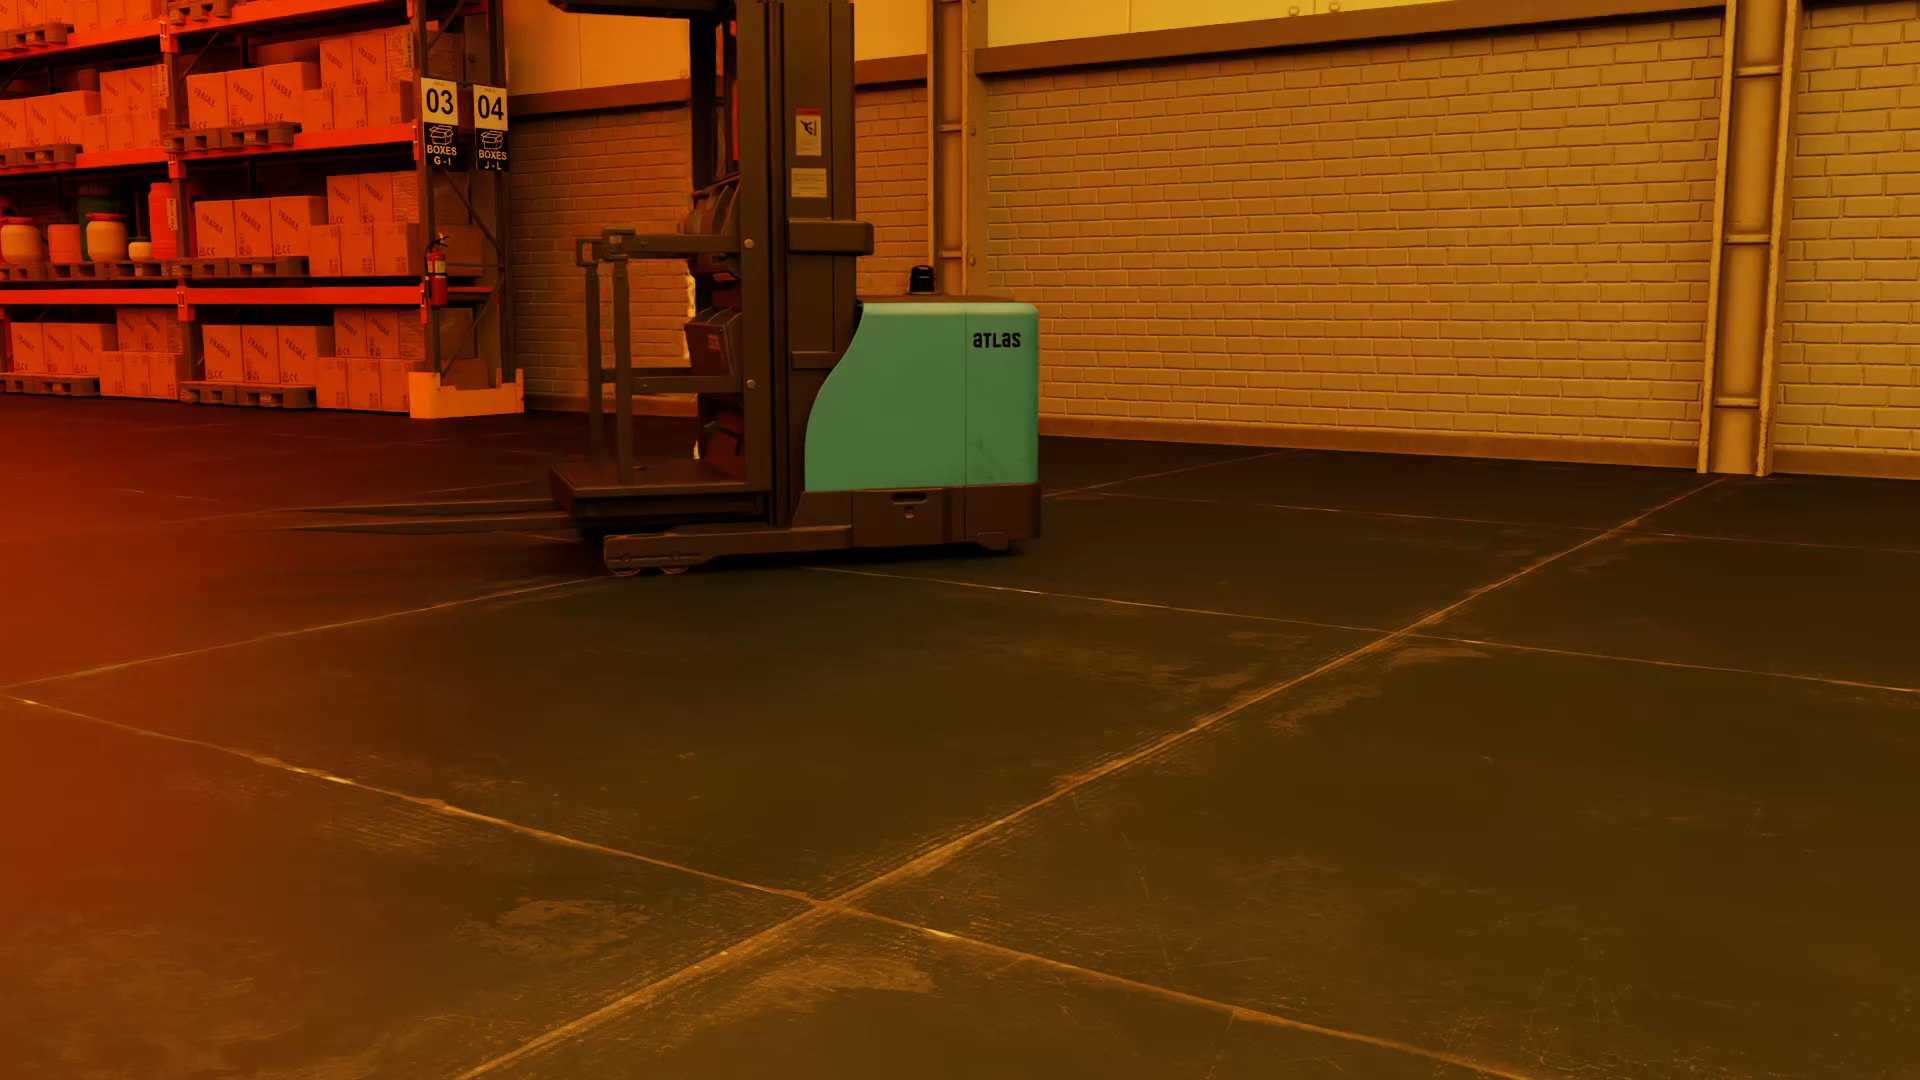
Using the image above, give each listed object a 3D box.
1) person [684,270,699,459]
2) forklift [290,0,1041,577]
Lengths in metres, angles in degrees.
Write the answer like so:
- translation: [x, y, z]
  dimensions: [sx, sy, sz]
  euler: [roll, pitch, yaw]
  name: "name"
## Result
- translation: [-1.152, -1.046, 9.209]
  dimensions: [0.886, 1.637, 0.852]
  euler: [5, 9, 31]
  name: "person"
- translation: [-1.224, -1.388, 6.953]
  dimensions: [3.031, 2.935, 1.130]
  euler: [-3, 9, -18]
  name: "forklift"
